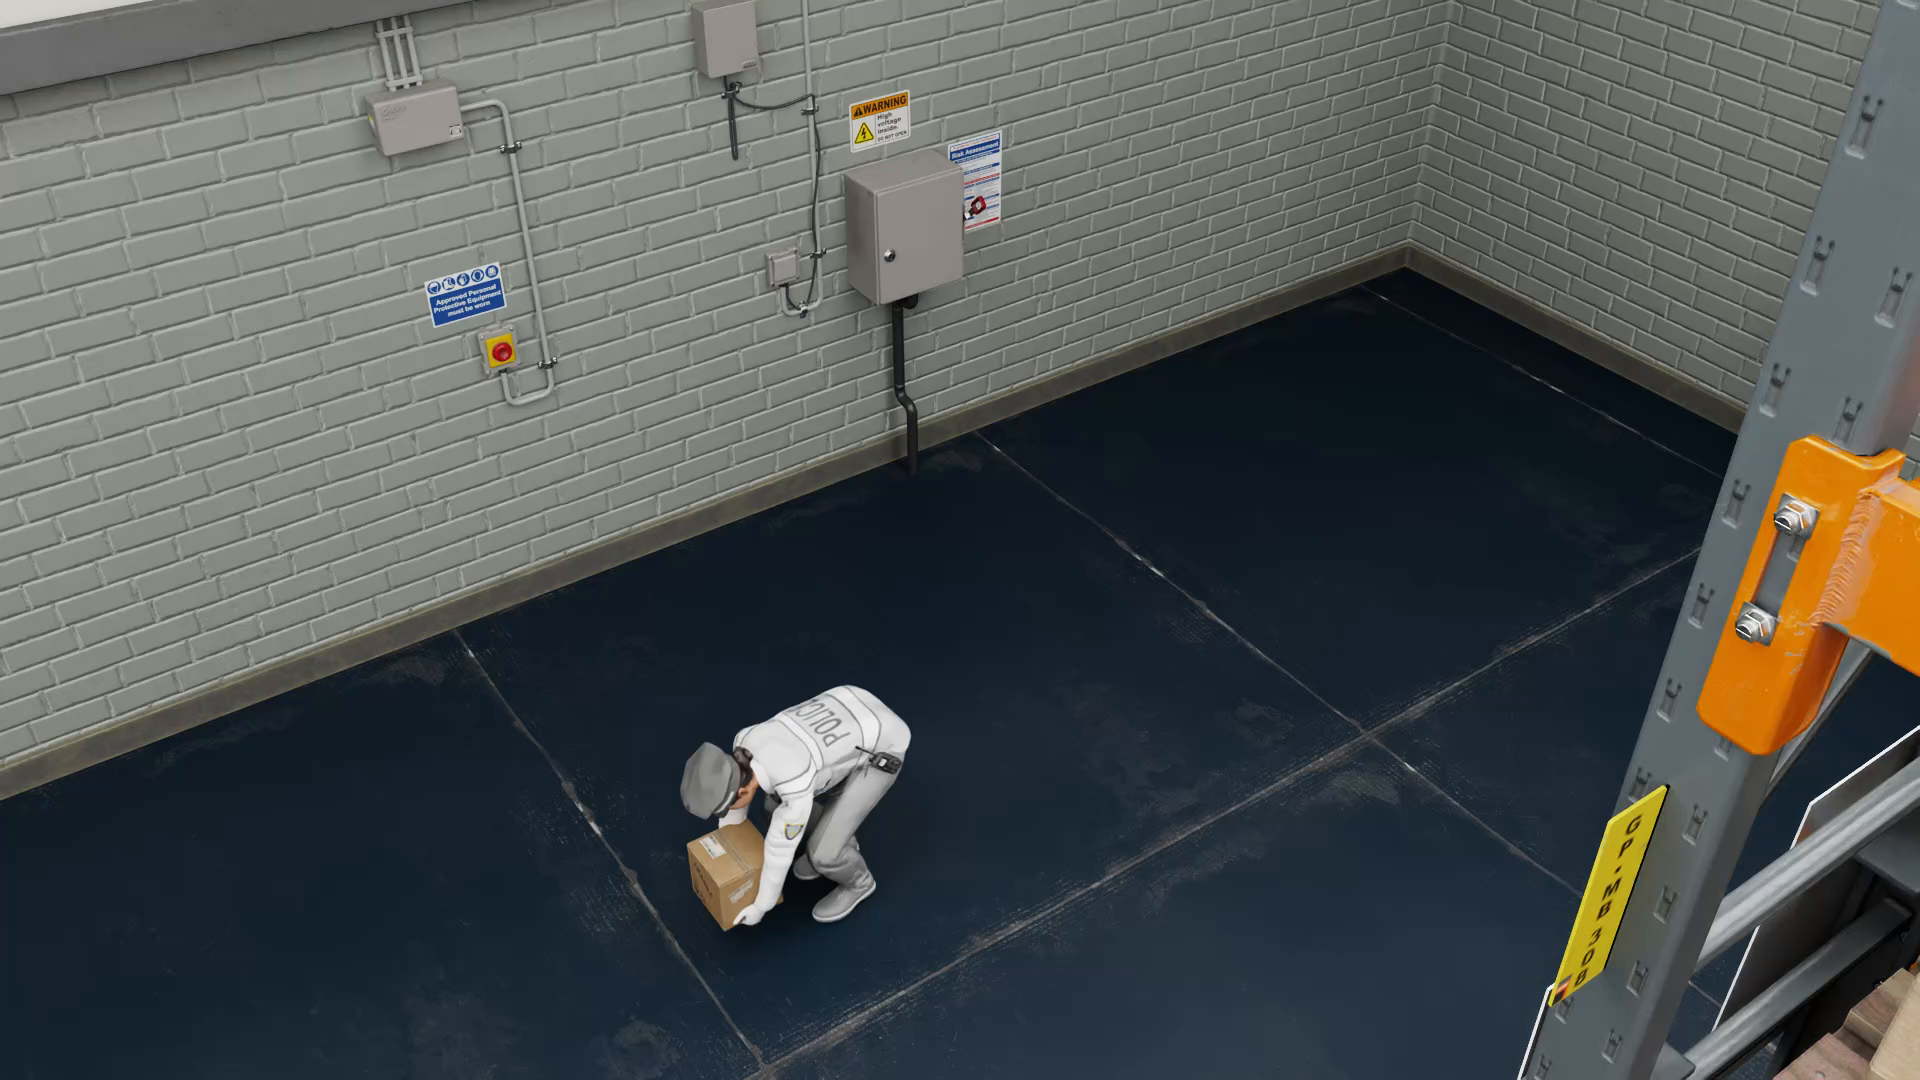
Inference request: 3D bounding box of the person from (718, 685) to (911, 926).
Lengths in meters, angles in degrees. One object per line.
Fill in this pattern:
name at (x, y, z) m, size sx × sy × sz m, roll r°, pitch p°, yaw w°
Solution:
person at (-0.583, 1.015, 6.224) m, size 0.863 × 0.963 × 0.454 m, roll -25°, pitch 43°, yaw -29°
